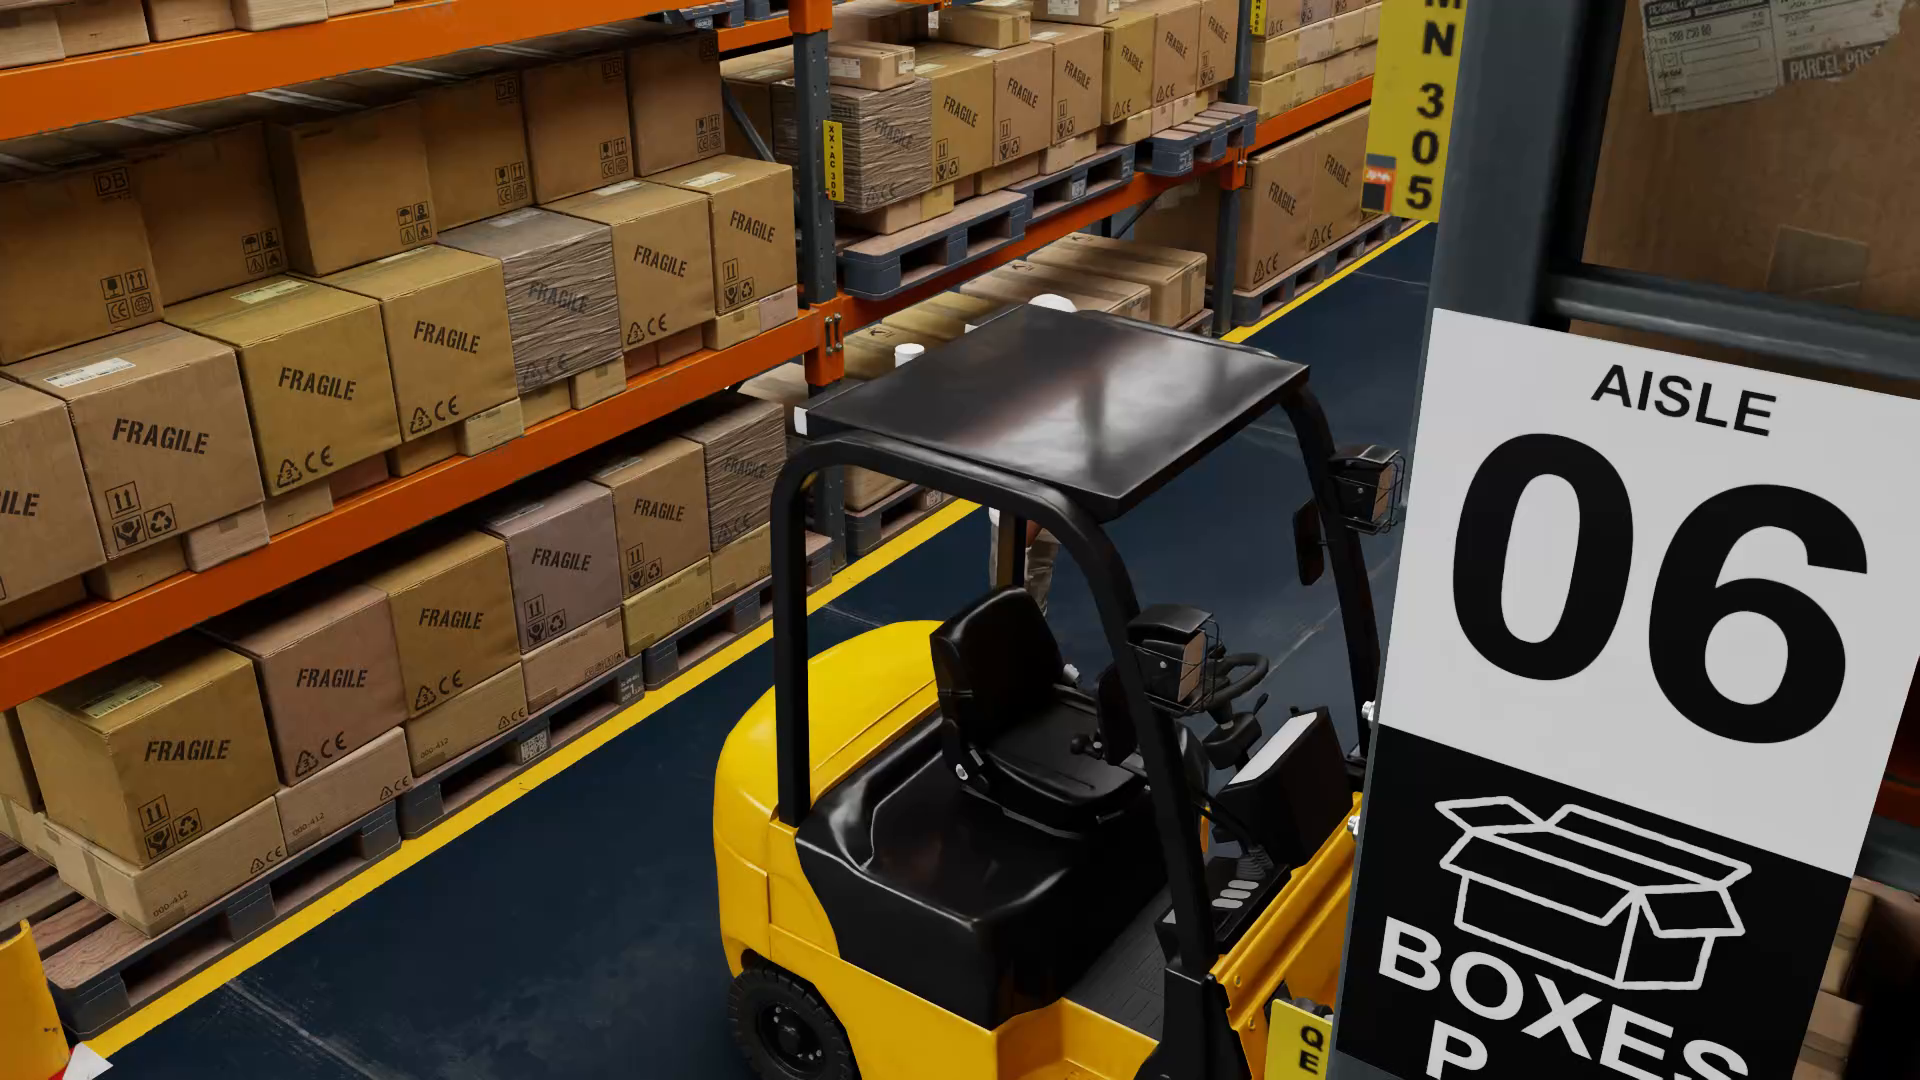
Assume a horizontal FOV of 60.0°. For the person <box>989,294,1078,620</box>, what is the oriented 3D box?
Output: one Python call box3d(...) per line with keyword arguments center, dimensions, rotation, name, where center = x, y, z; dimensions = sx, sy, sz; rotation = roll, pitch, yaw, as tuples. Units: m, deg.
box3d(center=(0.182, -0.081, 6.235), dimensions=(0.575, 1.786, 0.656), rotation=(1, 27, 3), name="person")
